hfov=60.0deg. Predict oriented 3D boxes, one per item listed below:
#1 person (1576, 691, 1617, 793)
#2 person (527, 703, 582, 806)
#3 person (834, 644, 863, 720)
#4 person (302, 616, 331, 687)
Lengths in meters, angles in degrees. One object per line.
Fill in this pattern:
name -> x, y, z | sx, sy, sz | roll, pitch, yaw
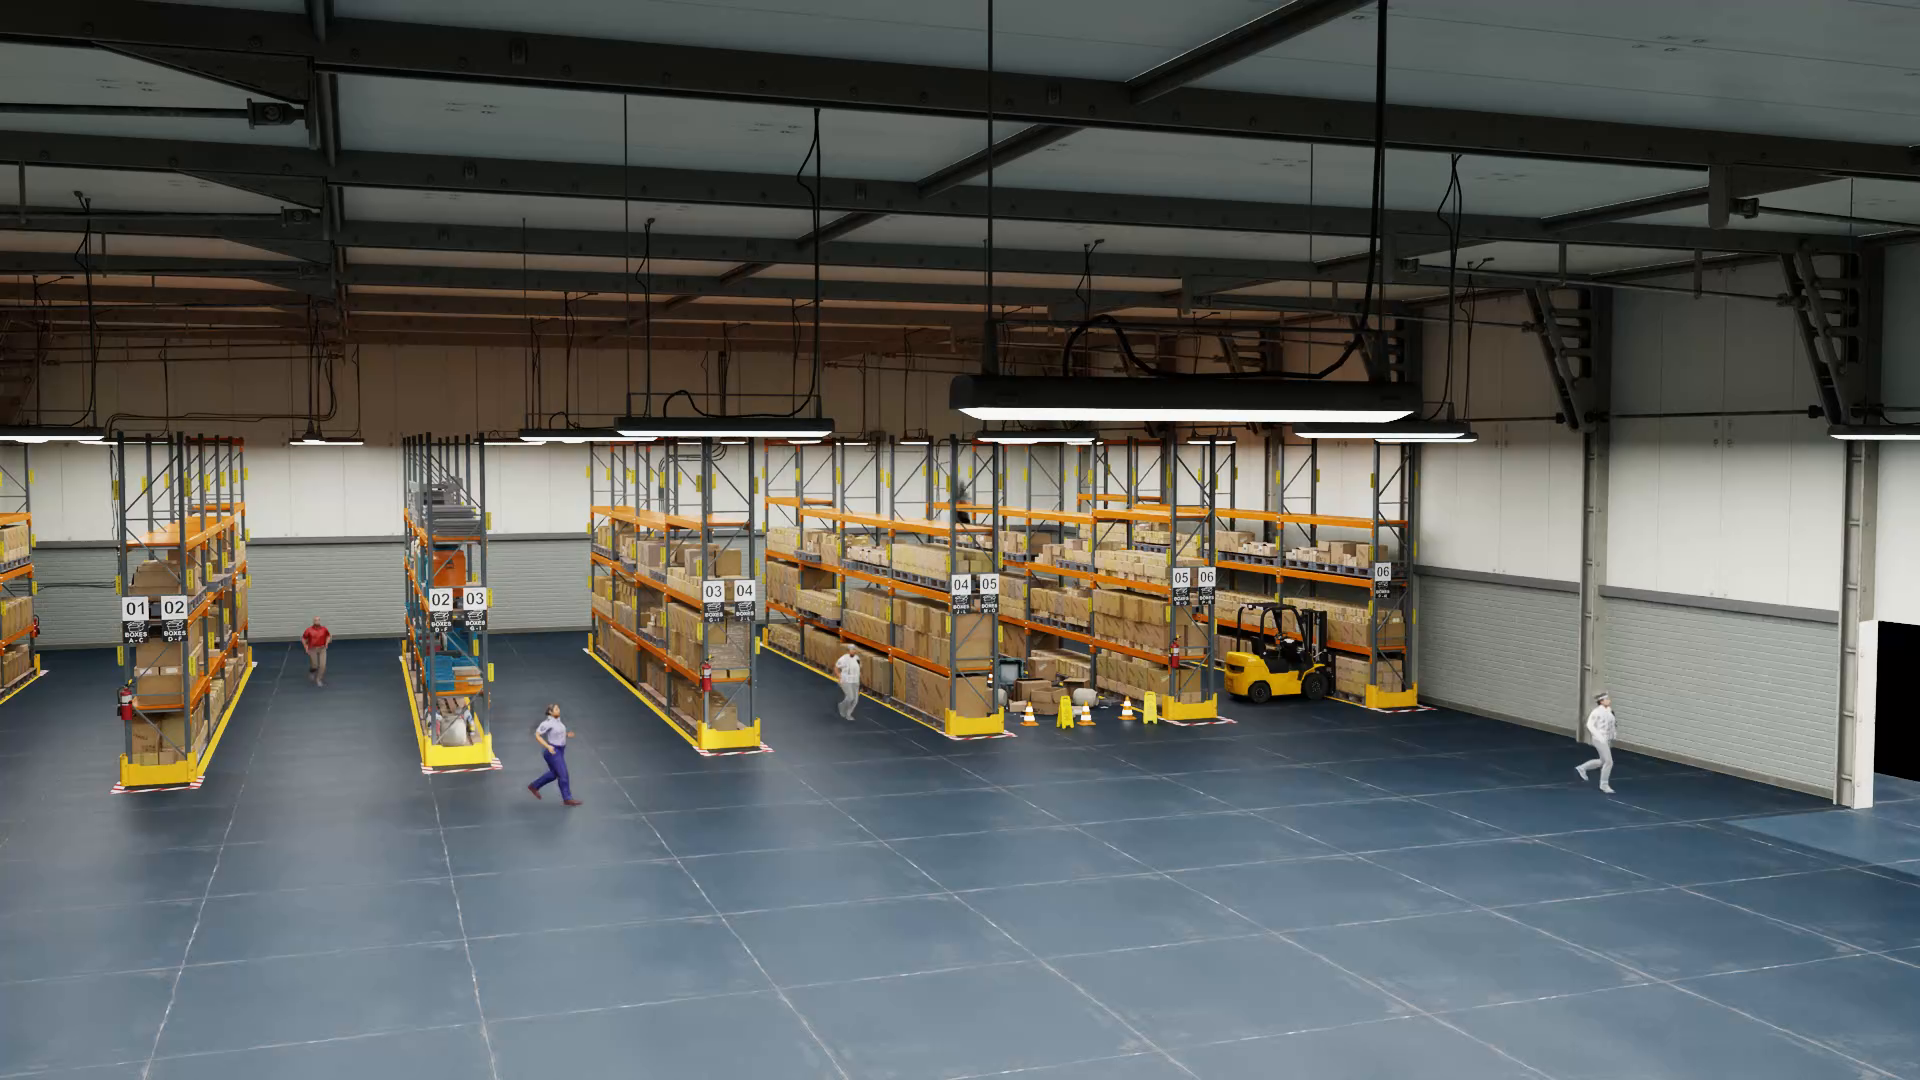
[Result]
person -> 10.666, 3.352, 27.844 | 0.628, 1.720, 0.704 | -3, 4, -42
person -> -6.502, 3.422, 26.598 | 0.929, 1.613, 0.613 | 0, 3, 3
person -> -2.274, 2.983, 34.850 | 0.592, 1.616, 0.576 | -2, 4, -36
person -> -15.455, 2.677, 39.988 | 0.665, 1.689, 0.603 | -2, 4, -32
